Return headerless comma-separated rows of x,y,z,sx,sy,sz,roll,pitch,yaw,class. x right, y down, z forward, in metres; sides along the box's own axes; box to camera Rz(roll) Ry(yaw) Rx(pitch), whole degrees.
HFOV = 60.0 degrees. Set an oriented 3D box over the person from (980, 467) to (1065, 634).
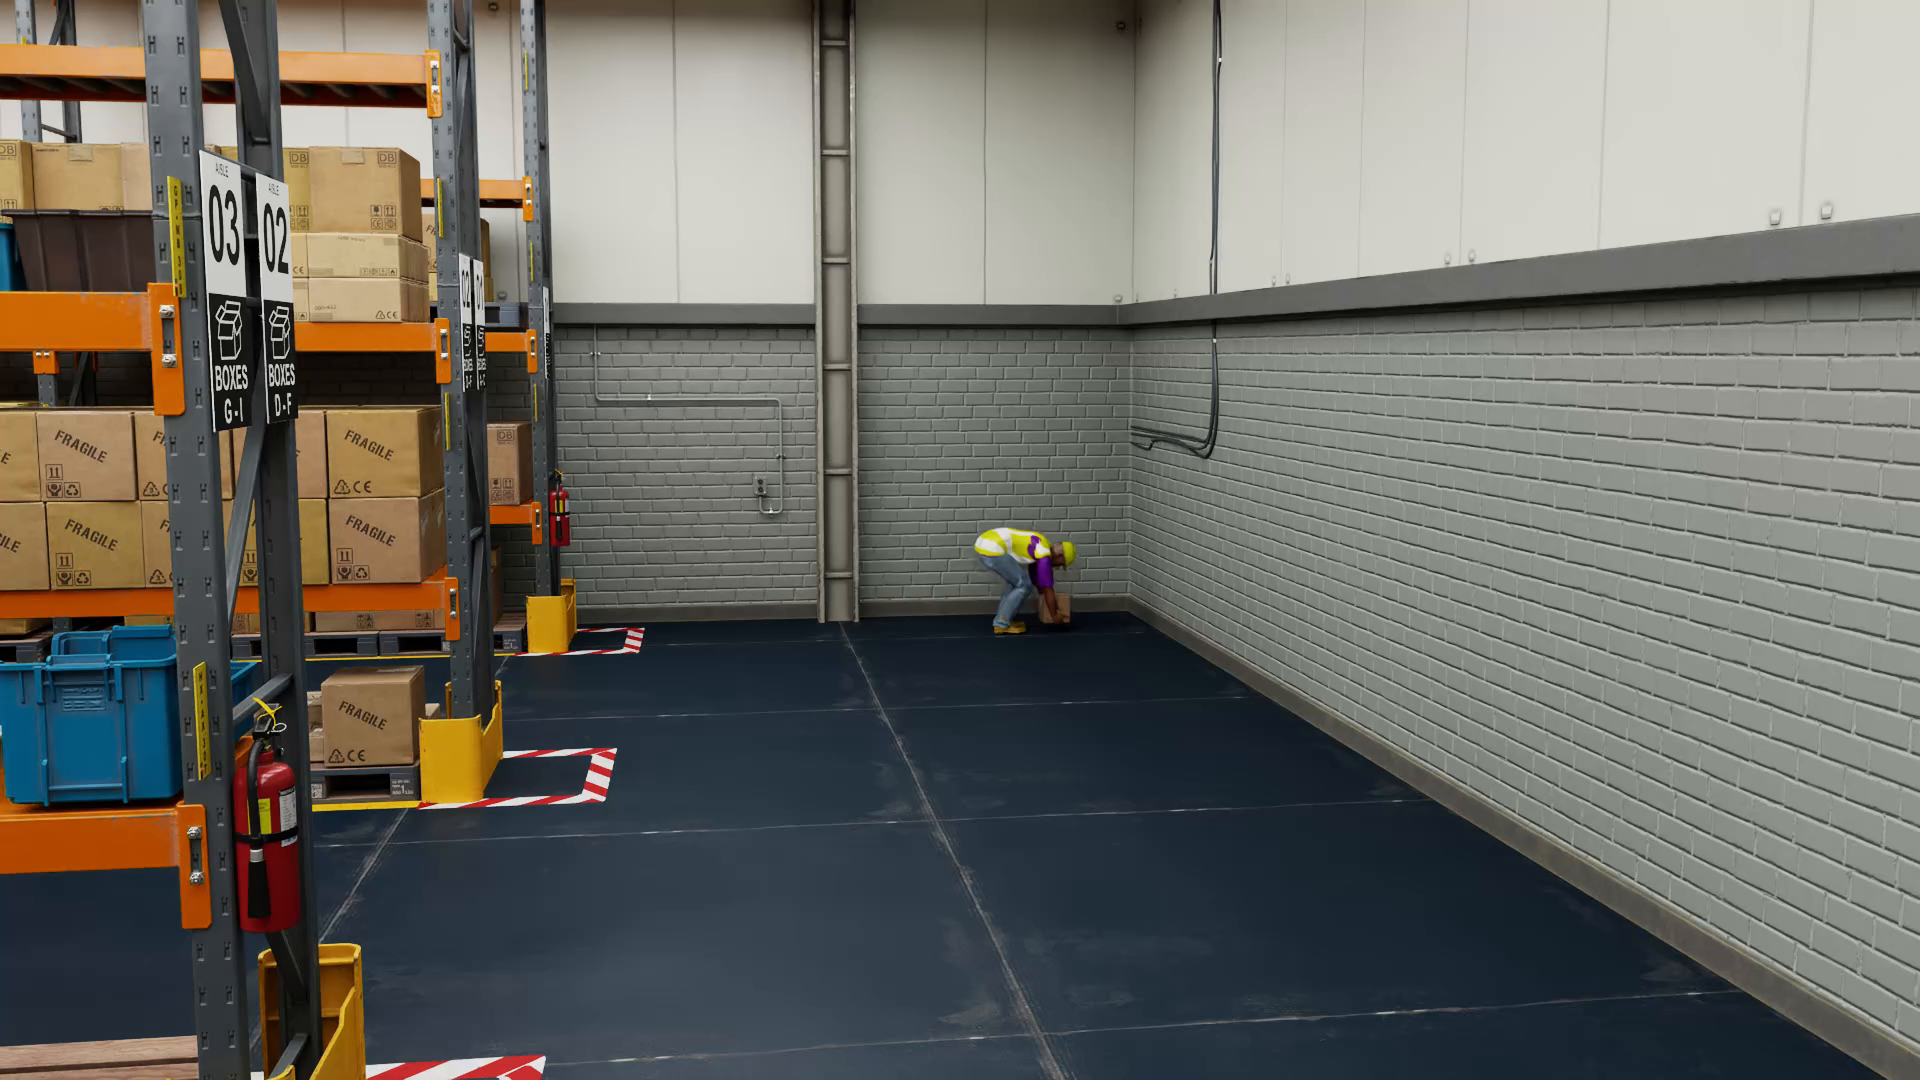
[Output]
0.600,0.091,15.739,0.799,1.554,0.477,-1,7,-10,person
